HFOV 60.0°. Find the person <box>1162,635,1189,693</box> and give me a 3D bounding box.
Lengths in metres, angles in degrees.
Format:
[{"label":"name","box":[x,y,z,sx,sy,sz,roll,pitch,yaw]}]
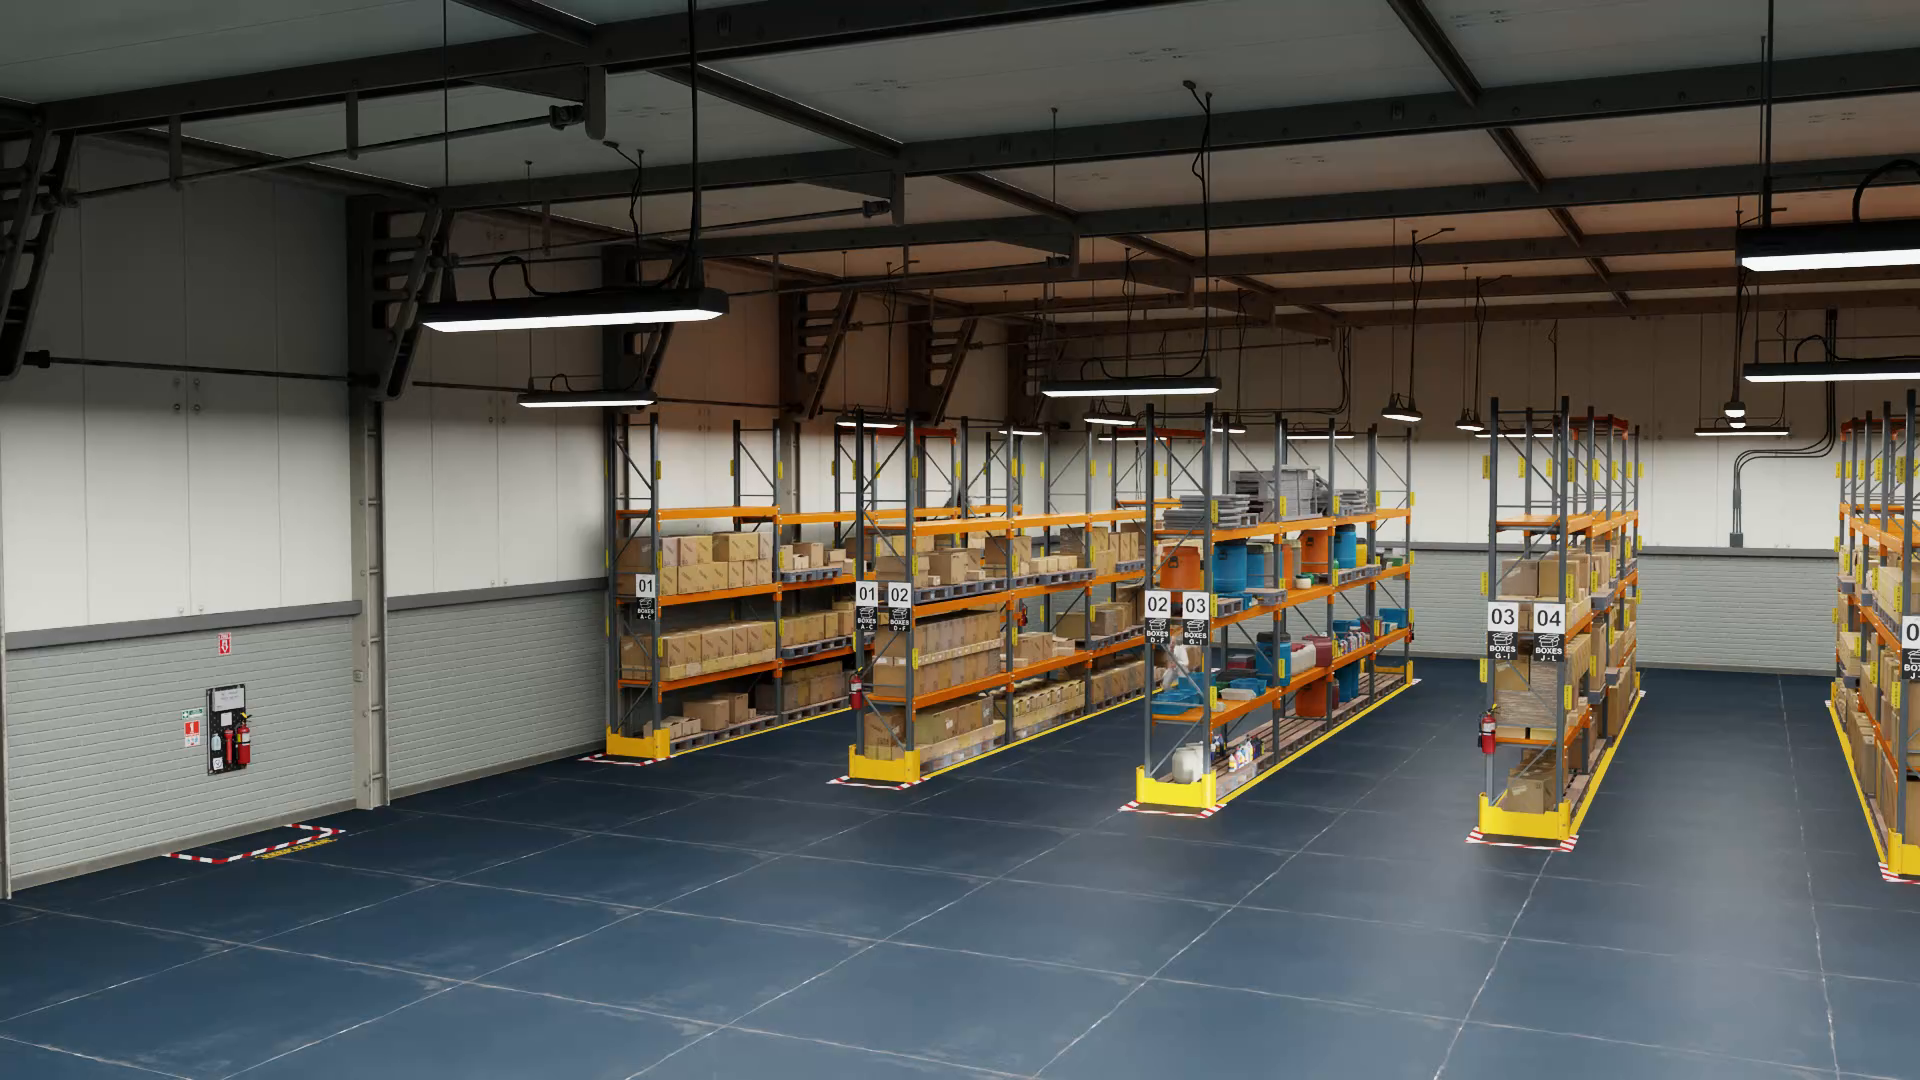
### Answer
[{"label":"person","box":[4.494,2.794,34.260,0.705,1.482,1.191,2,3,33]}]
